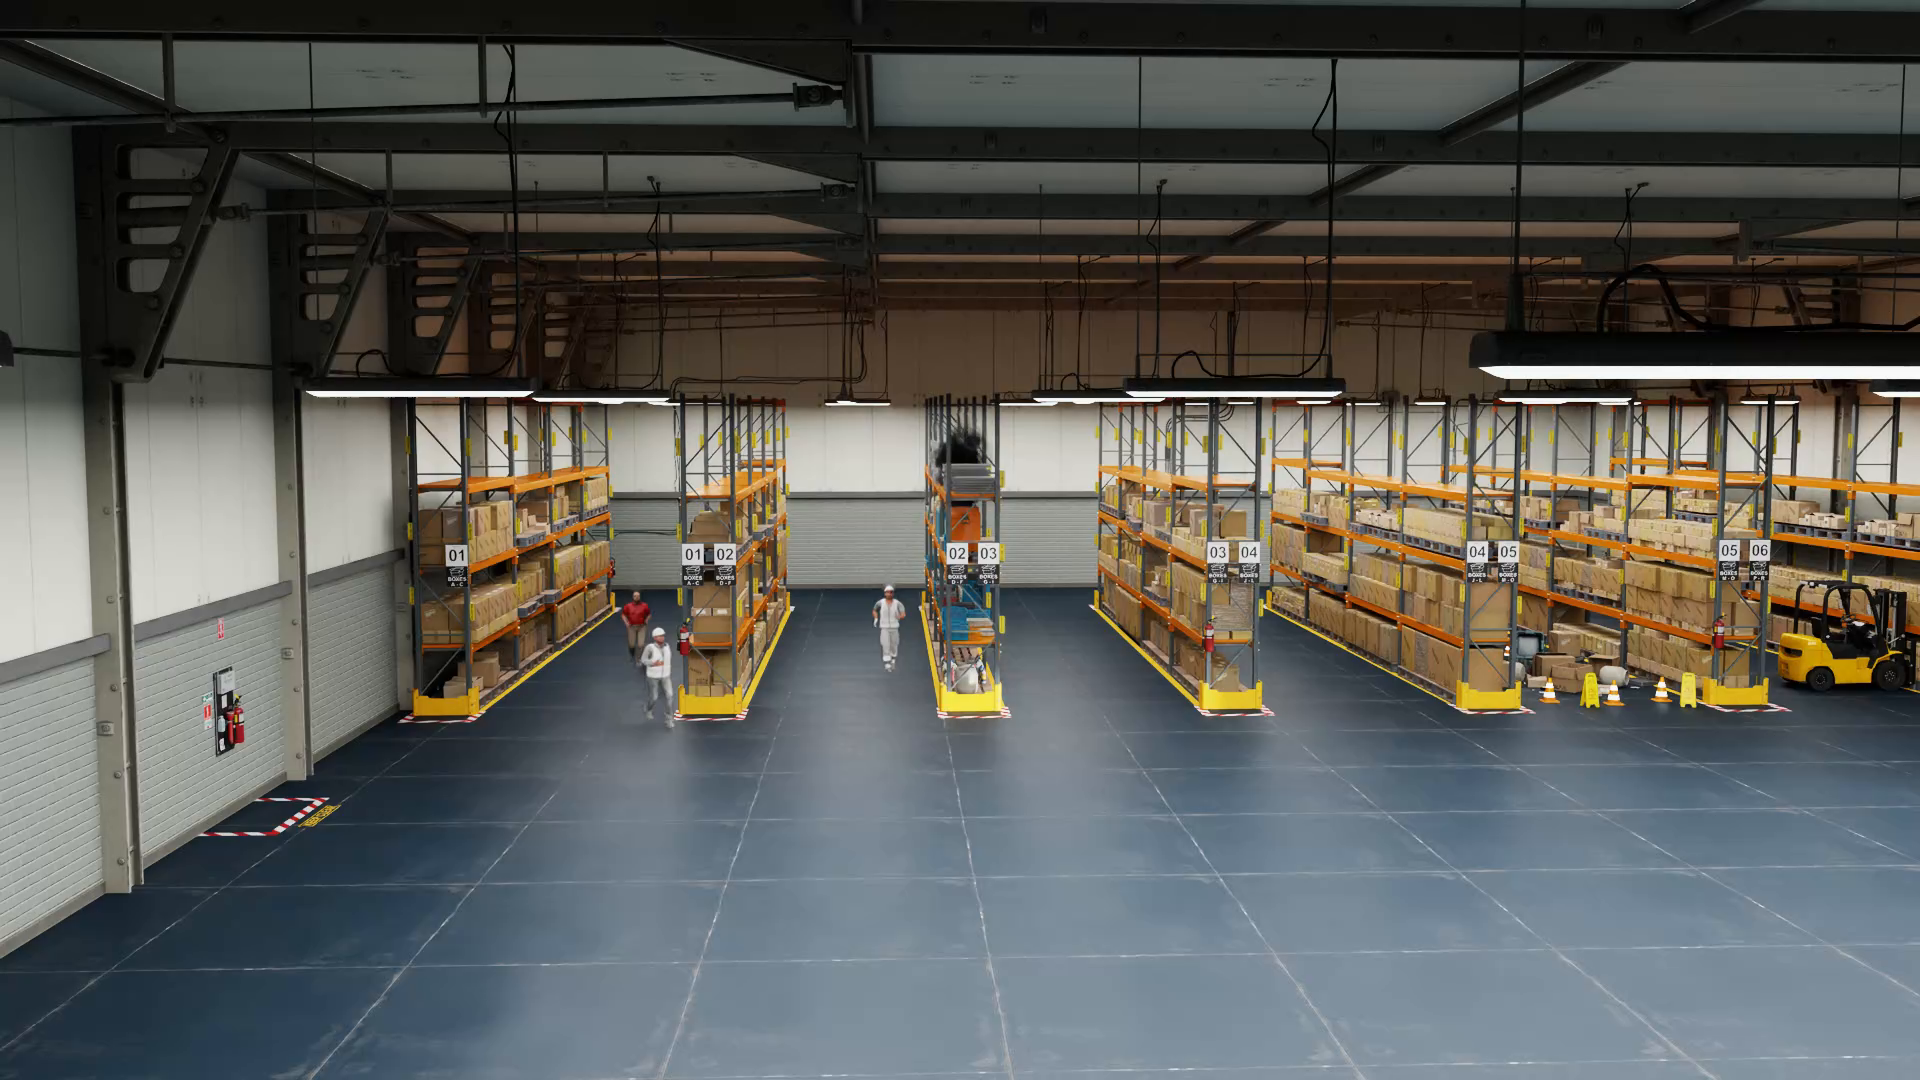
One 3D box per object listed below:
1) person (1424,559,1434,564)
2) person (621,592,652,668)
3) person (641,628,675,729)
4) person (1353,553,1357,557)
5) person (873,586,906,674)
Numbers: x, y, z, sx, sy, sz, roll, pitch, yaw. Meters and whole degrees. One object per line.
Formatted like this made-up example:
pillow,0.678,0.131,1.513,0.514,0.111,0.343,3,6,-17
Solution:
person,13.965,1.039,49.296,0.818,1.668,0.621,0,5,5
person,-7.136,1.980,36.740,0.658,1.676,0.618,-1,5,-14
person,-5.459,2.469,30.063,0.687,1.793,0.931,-3,6,-35
person,10.946,1.232,45.995,0.645,1.736,0.636,-1,5,-7
person,-1.449,1.841,34.179,0.667,1.797,0.893,-1,5,-7
